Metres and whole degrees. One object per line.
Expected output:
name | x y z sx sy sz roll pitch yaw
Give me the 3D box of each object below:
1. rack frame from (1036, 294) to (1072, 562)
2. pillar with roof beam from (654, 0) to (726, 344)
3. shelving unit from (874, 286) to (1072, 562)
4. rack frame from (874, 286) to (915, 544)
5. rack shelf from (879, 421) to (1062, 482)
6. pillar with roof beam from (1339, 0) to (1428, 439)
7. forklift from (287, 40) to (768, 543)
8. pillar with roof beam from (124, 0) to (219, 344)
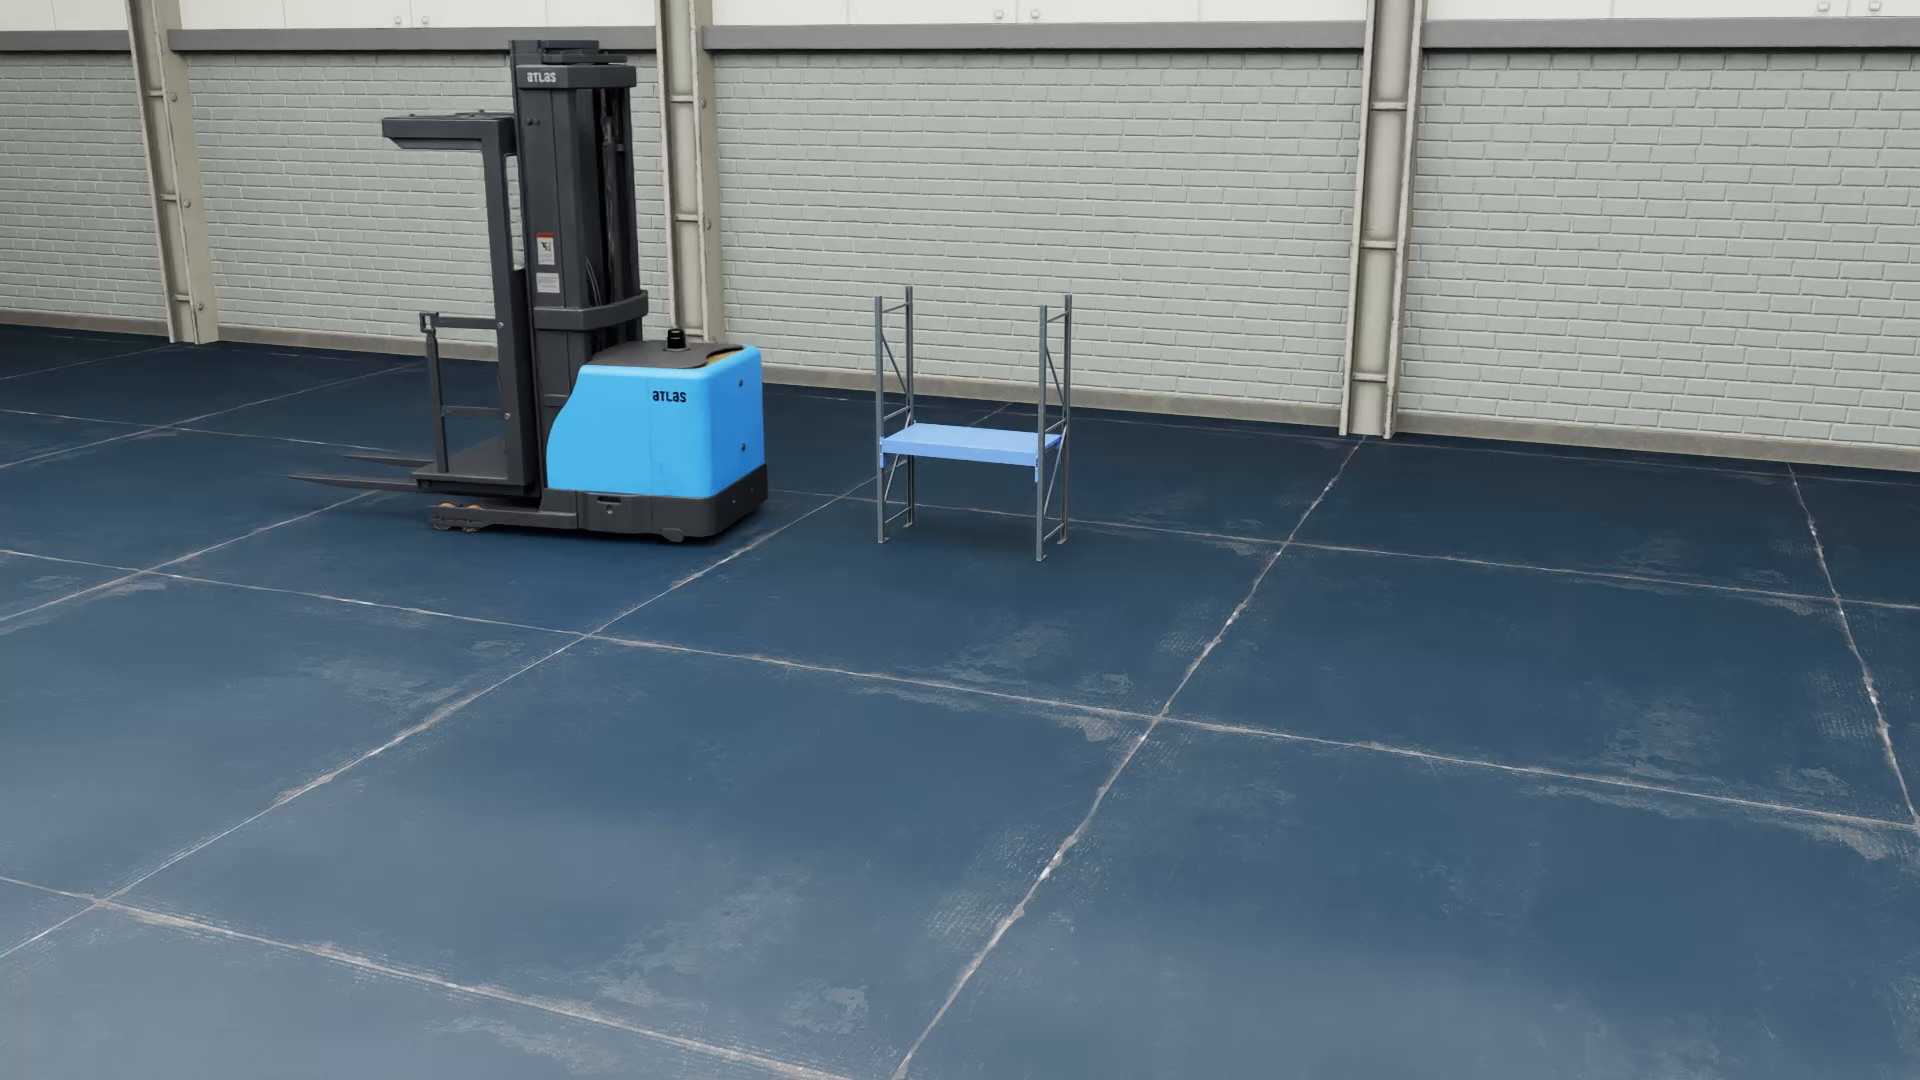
rack frame | 0.552 -0.660 9.755 0.032 1.500 0.500 6 17 21
pillar with roof beam | -3.956 -4.663 10.095 0.400 9.000 9.100 6 17 21
shelving unit | 0.079 -0.712 9.934 1.048 1.500 0.538 6 17 21
rack frame | -0.394 -0.764 10.114 0.032 1.500 0.500 6 17 21
rack shelf | 0.079 -0.539 9.985 1.000 0.185 0.538 6 17 21
pillar with roof beam | 1.626 -4.049 7.981 0.400 9.000 9.100 6 17 21
forklift | -2.827 -1.594 10.408 3.031 2.935 1.130 4 17 14
pillar with roof beam | -9.537 -5.277 12.209 0.400 9.000 9.100 6 17 21
